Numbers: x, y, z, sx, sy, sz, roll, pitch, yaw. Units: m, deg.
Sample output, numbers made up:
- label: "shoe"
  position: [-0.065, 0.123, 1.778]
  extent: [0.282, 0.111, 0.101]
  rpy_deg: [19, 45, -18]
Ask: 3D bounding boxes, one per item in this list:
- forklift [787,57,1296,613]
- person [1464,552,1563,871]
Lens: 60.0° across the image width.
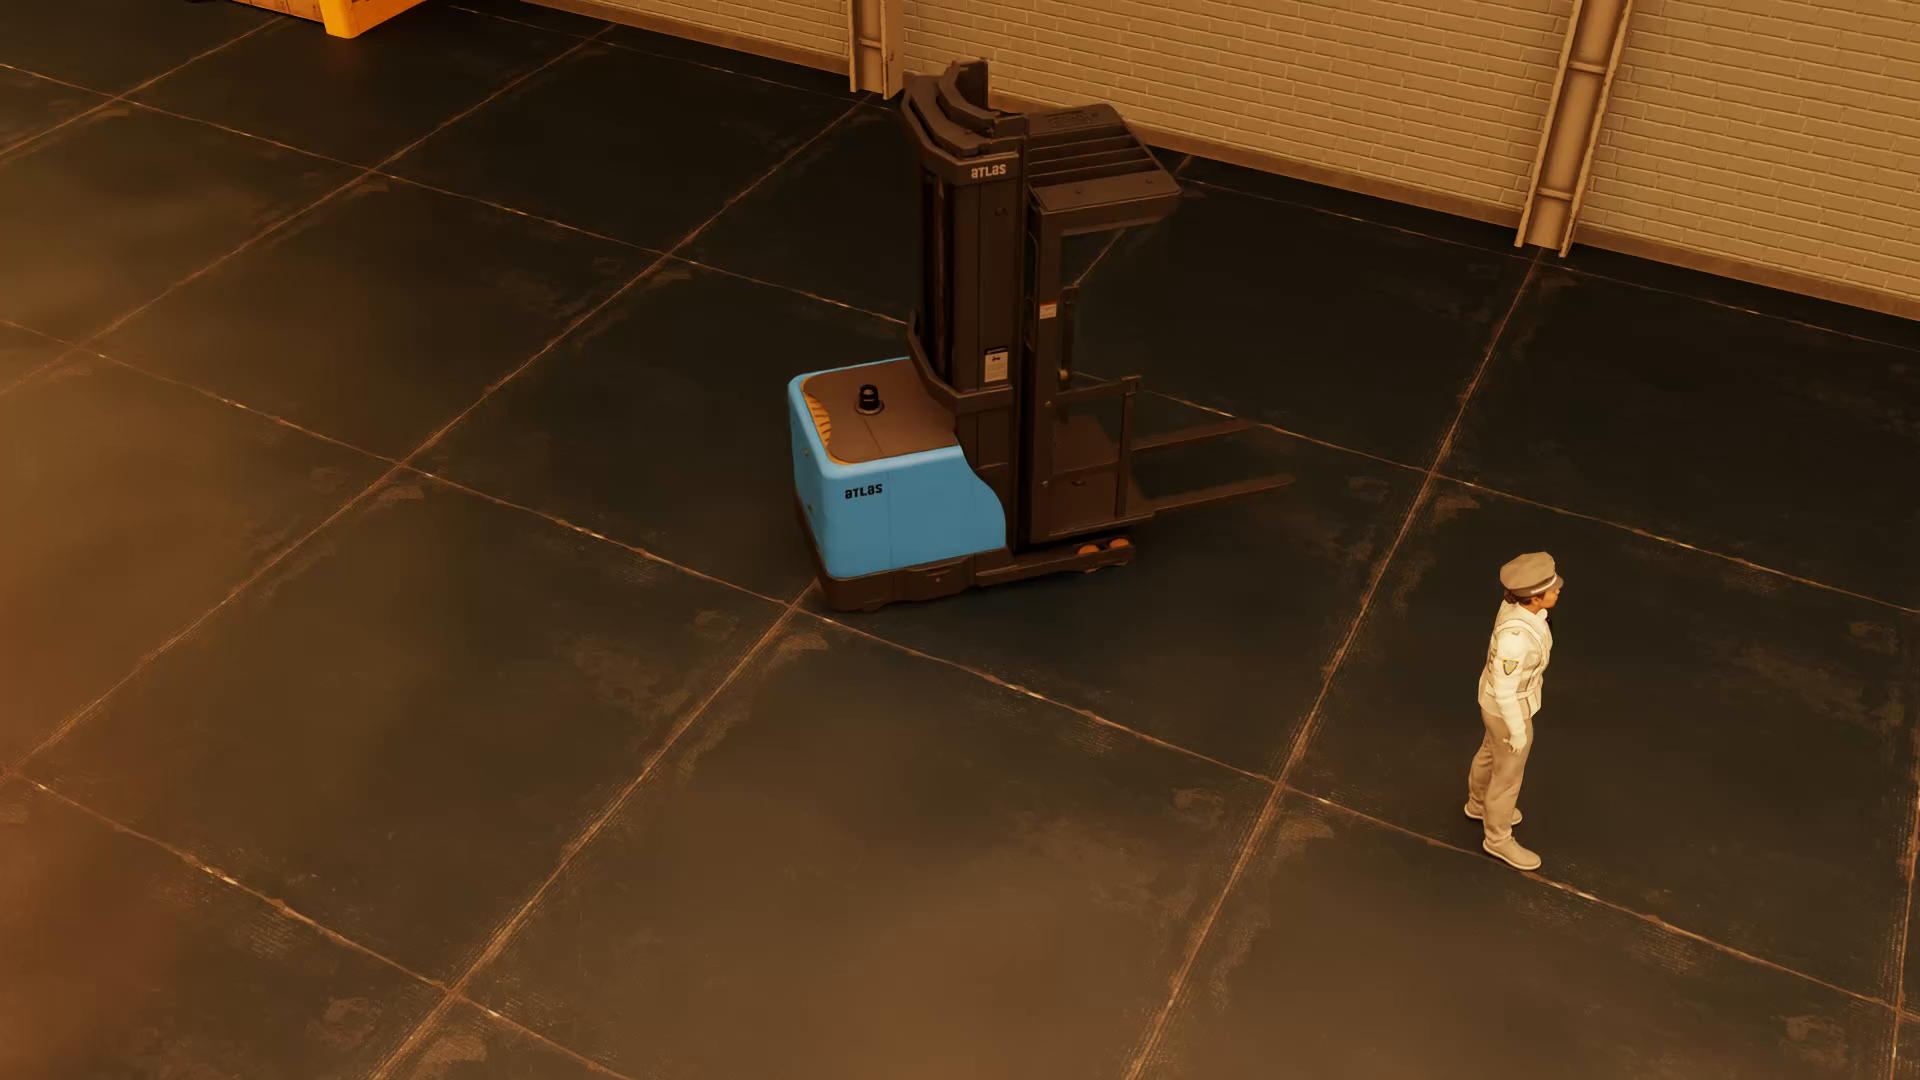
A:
- label: "forklift"
  position: [0.550, -1.242, 9.462]
  extent: [3.031, 2.935, 1.130]
  rpy_deg: [-11, 41, -13]
- label: "person"
  position: [2.719, 0.786, 8.002]
  extent: [0.532, 1.694, 0.586]
  rpy_deg: [12, 42, 14]
